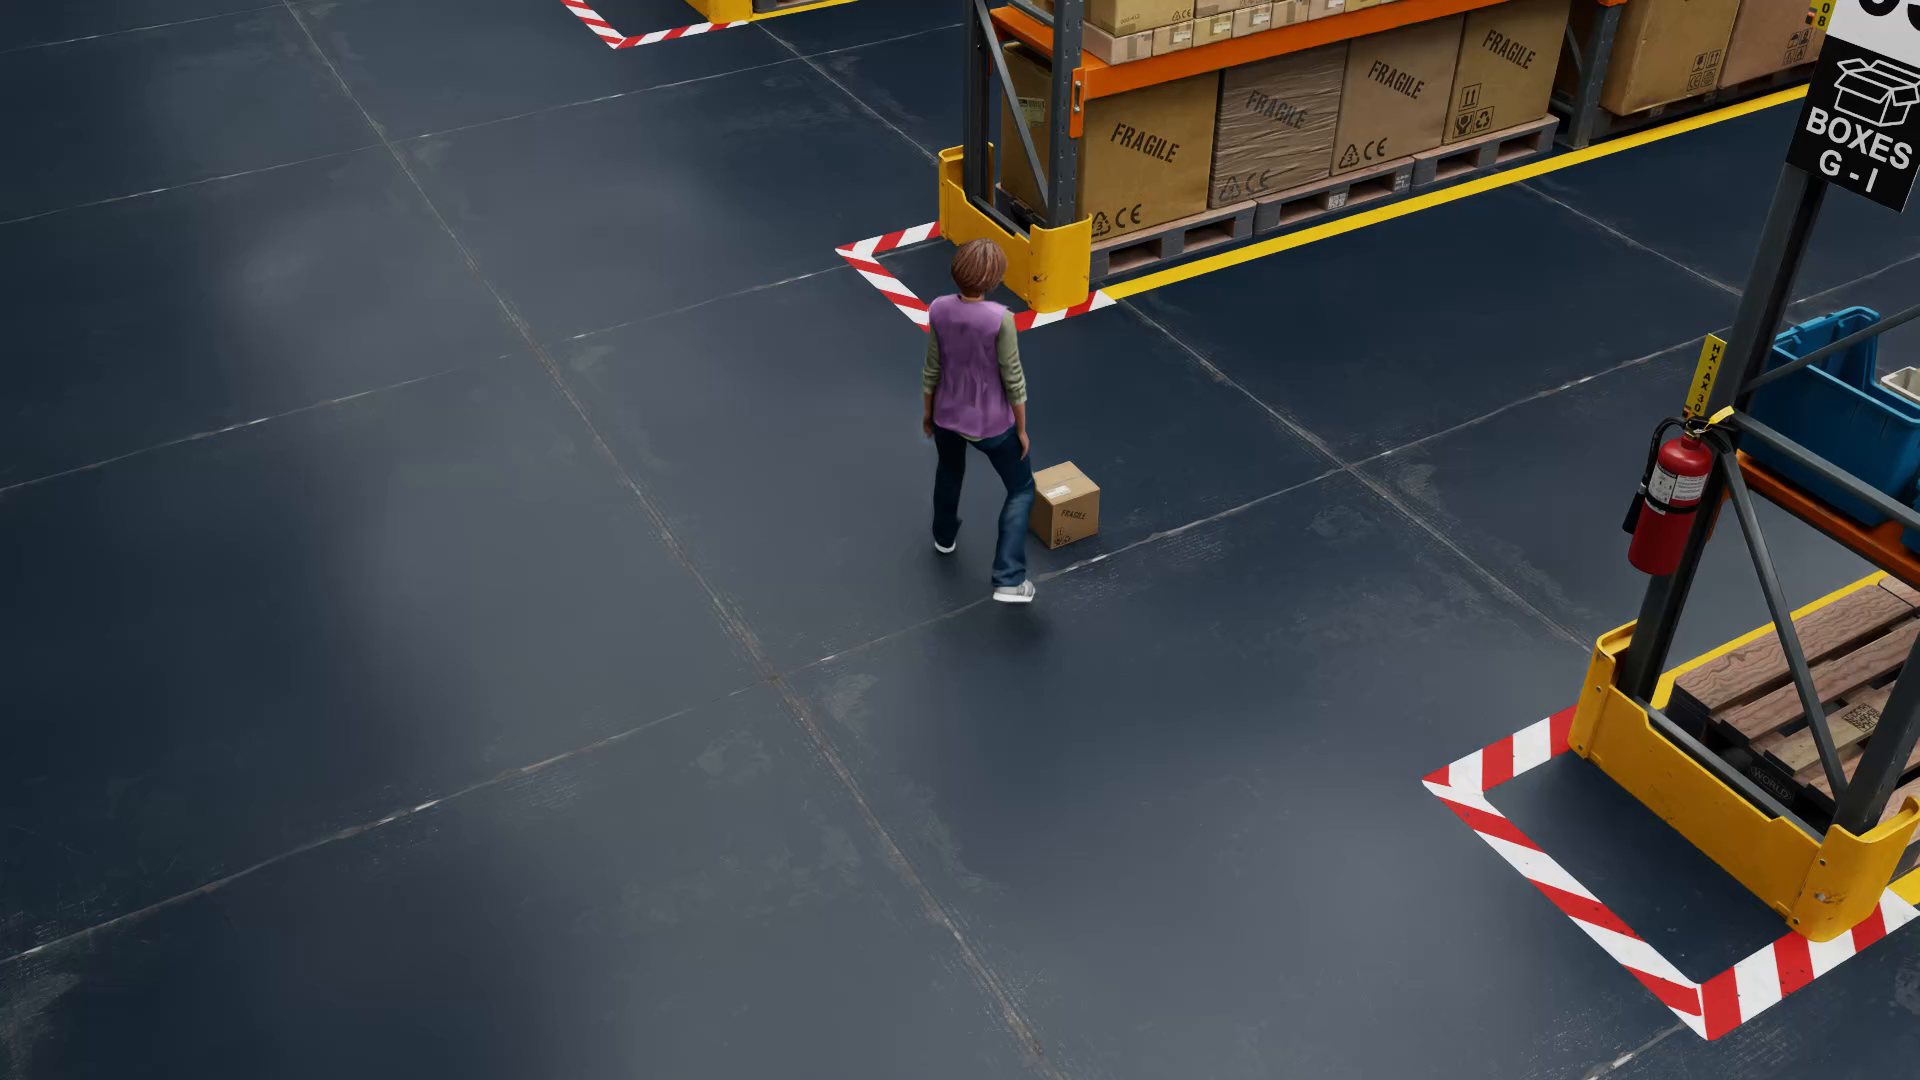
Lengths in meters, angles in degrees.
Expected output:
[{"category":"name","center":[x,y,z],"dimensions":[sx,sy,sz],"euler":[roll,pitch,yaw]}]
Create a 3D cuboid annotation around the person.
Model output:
[{"category":"person","center":[0.085,-0.480,6.787],"dimensions":[0.622,1.569,0.632],"euler":[16,40,20]}]
